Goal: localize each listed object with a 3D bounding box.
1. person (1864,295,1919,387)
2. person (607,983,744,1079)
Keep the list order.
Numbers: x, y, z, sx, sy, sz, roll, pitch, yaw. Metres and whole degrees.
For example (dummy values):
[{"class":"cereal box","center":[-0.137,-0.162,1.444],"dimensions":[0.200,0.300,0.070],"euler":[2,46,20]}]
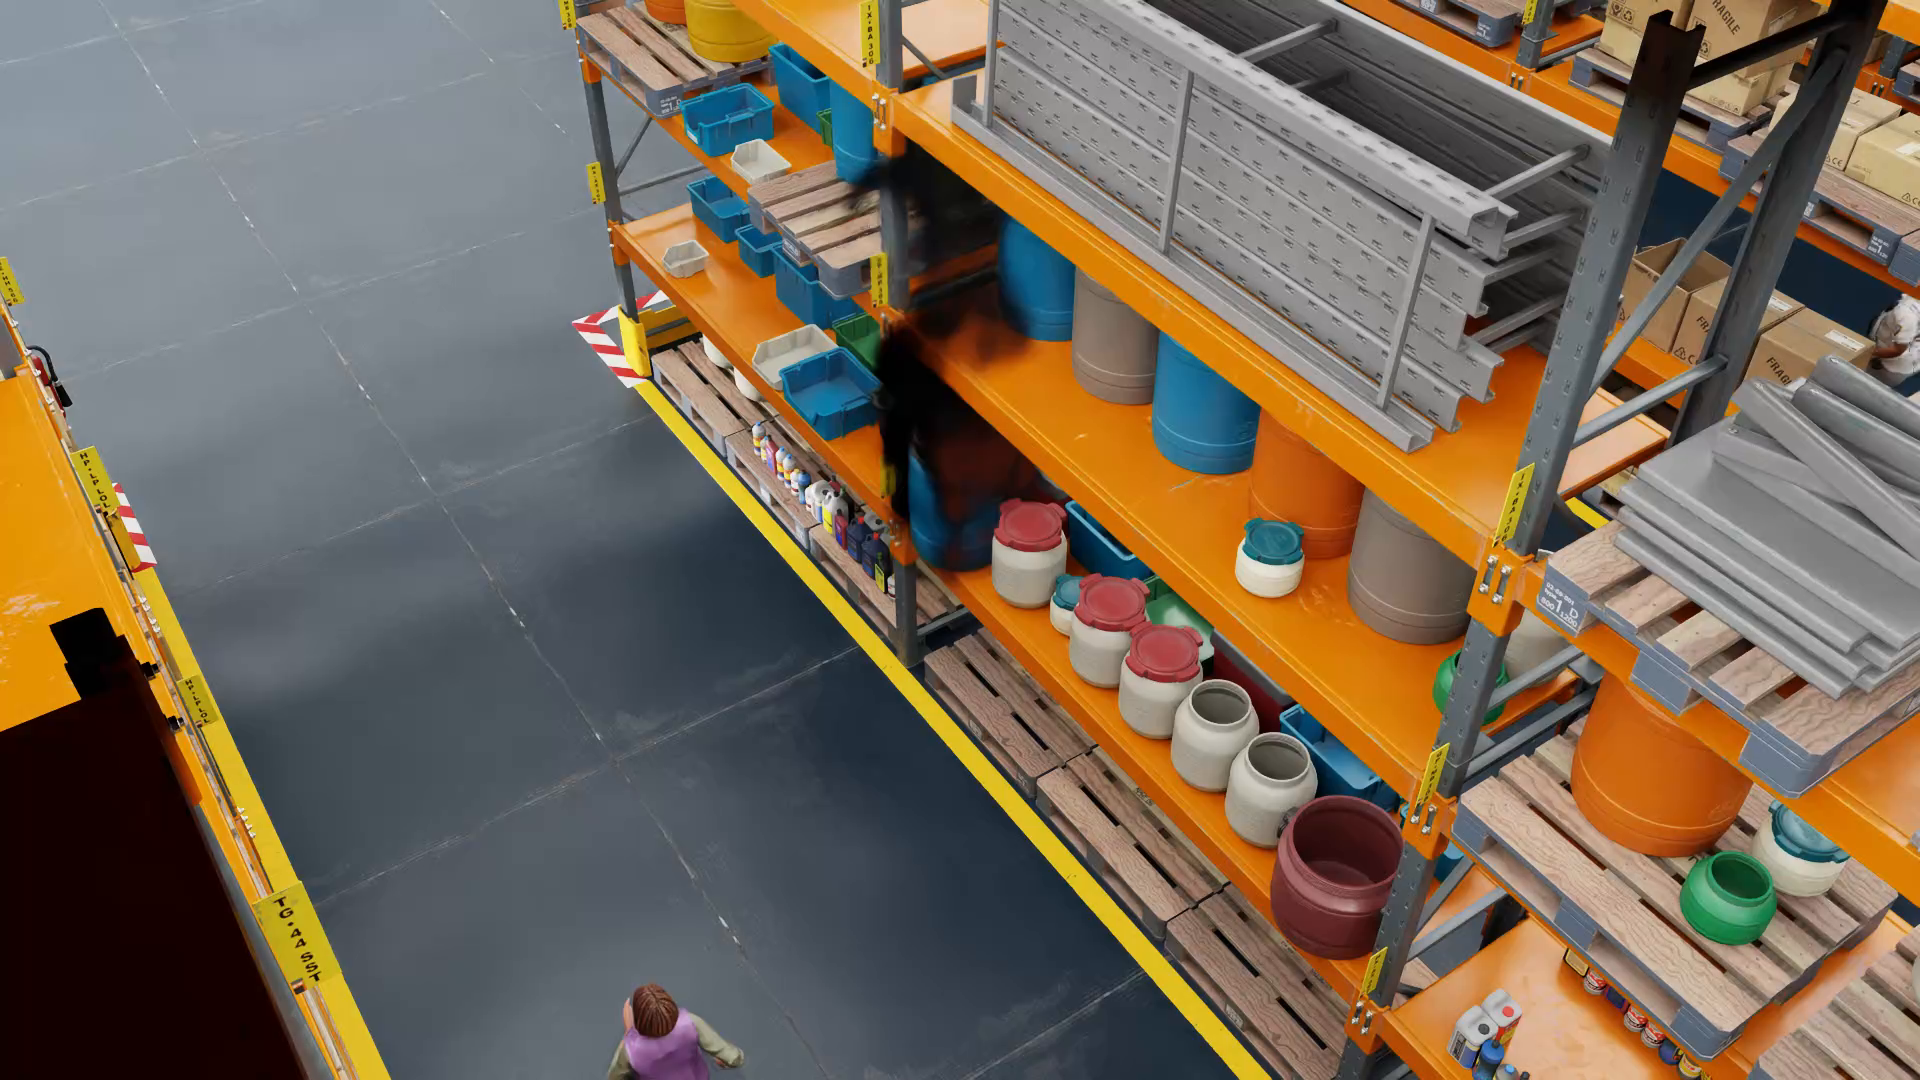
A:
[{"class":"person","center":[6.739,-1.278,11.955],"dimensions":[0.595,1.622,0.561],"euler":[-26,49,-25]},{"class":"person","center":[-1.273,2.493,7.460],"dimensions":[0.508,1.686,0.698],"euler":[-29,50,-28]}]
